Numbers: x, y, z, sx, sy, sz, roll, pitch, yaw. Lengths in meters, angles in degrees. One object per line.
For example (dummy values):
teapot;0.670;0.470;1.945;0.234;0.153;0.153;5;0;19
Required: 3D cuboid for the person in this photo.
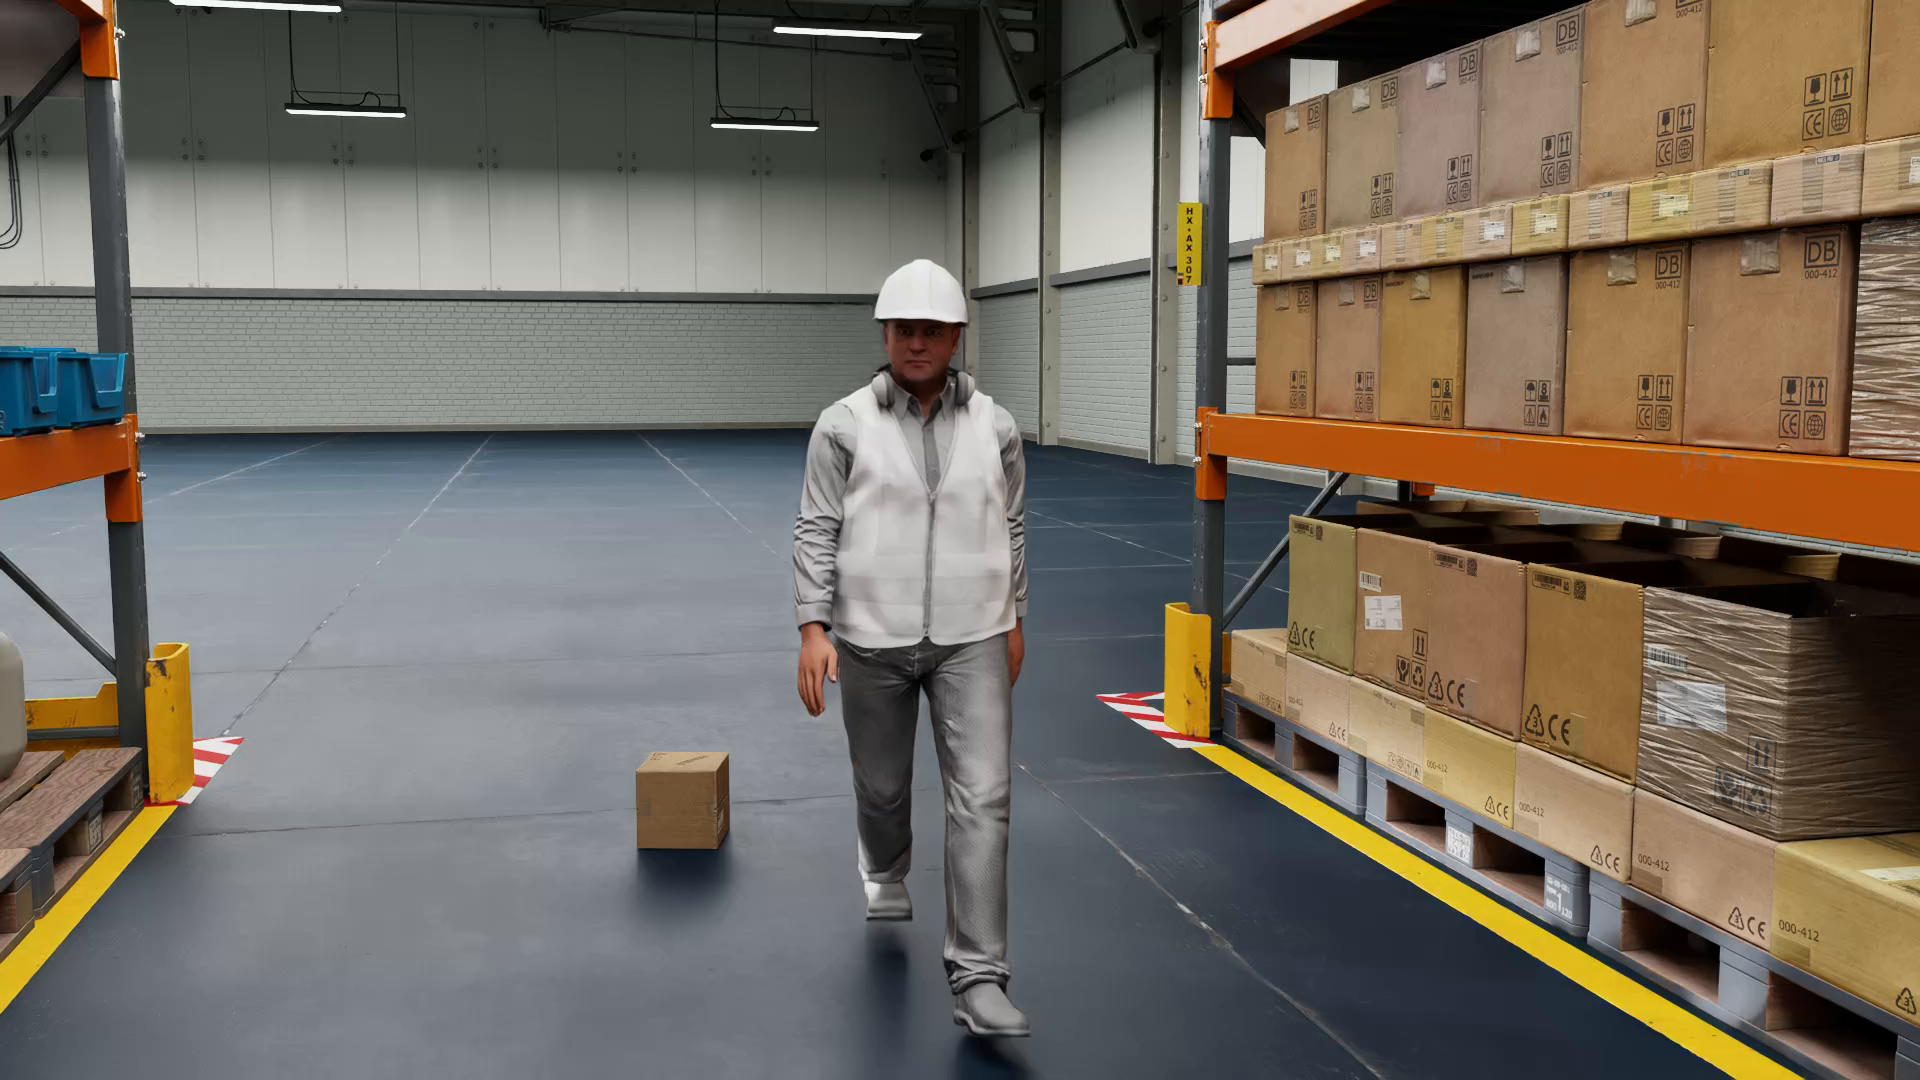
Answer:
person;-0.104;0.212;3.925;0.575;1.723;1.059;-1;6;-5
